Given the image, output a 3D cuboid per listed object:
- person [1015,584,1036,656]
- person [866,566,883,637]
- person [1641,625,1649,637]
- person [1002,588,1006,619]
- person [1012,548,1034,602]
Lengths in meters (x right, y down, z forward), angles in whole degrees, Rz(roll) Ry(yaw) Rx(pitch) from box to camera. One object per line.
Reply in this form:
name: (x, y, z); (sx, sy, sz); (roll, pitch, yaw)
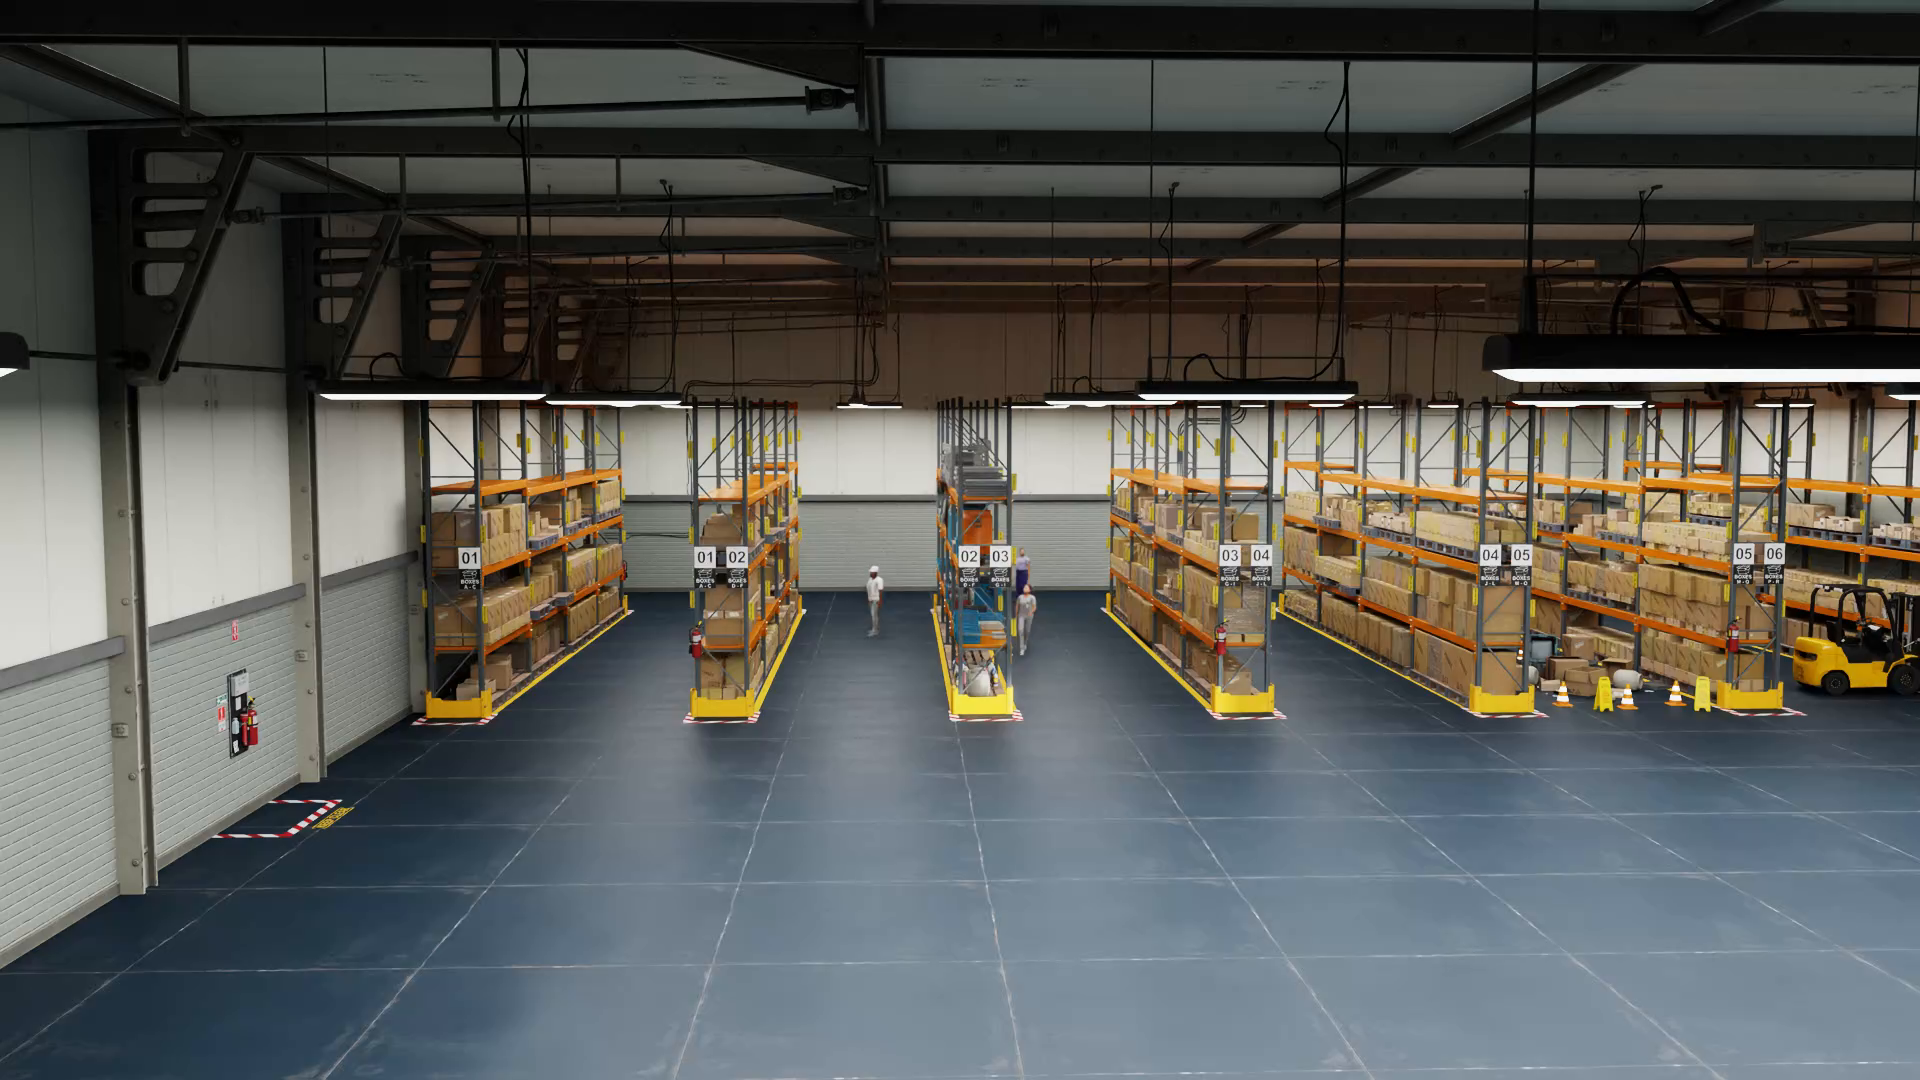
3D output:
person: (1.564, 1.863, 39.440); (0.483, 1.644, 0.972); (0, 4, -2)
person: (-2.271, 1.558, 42.663); (0.514, 1.783, 0.622); (-3, 5, -30)
person: (17.135, 1.646, 41.742); (0.436, 1.734, 0.572); (2, 5, 22)
person: (1.073, 1.341, 46.138); (0.544, 1.680, 0.520); (2, 5, 21)
person: (1.868, 1.051, 49.889); (0.552, 1.621, 0.466); (-2, 5, -29)
